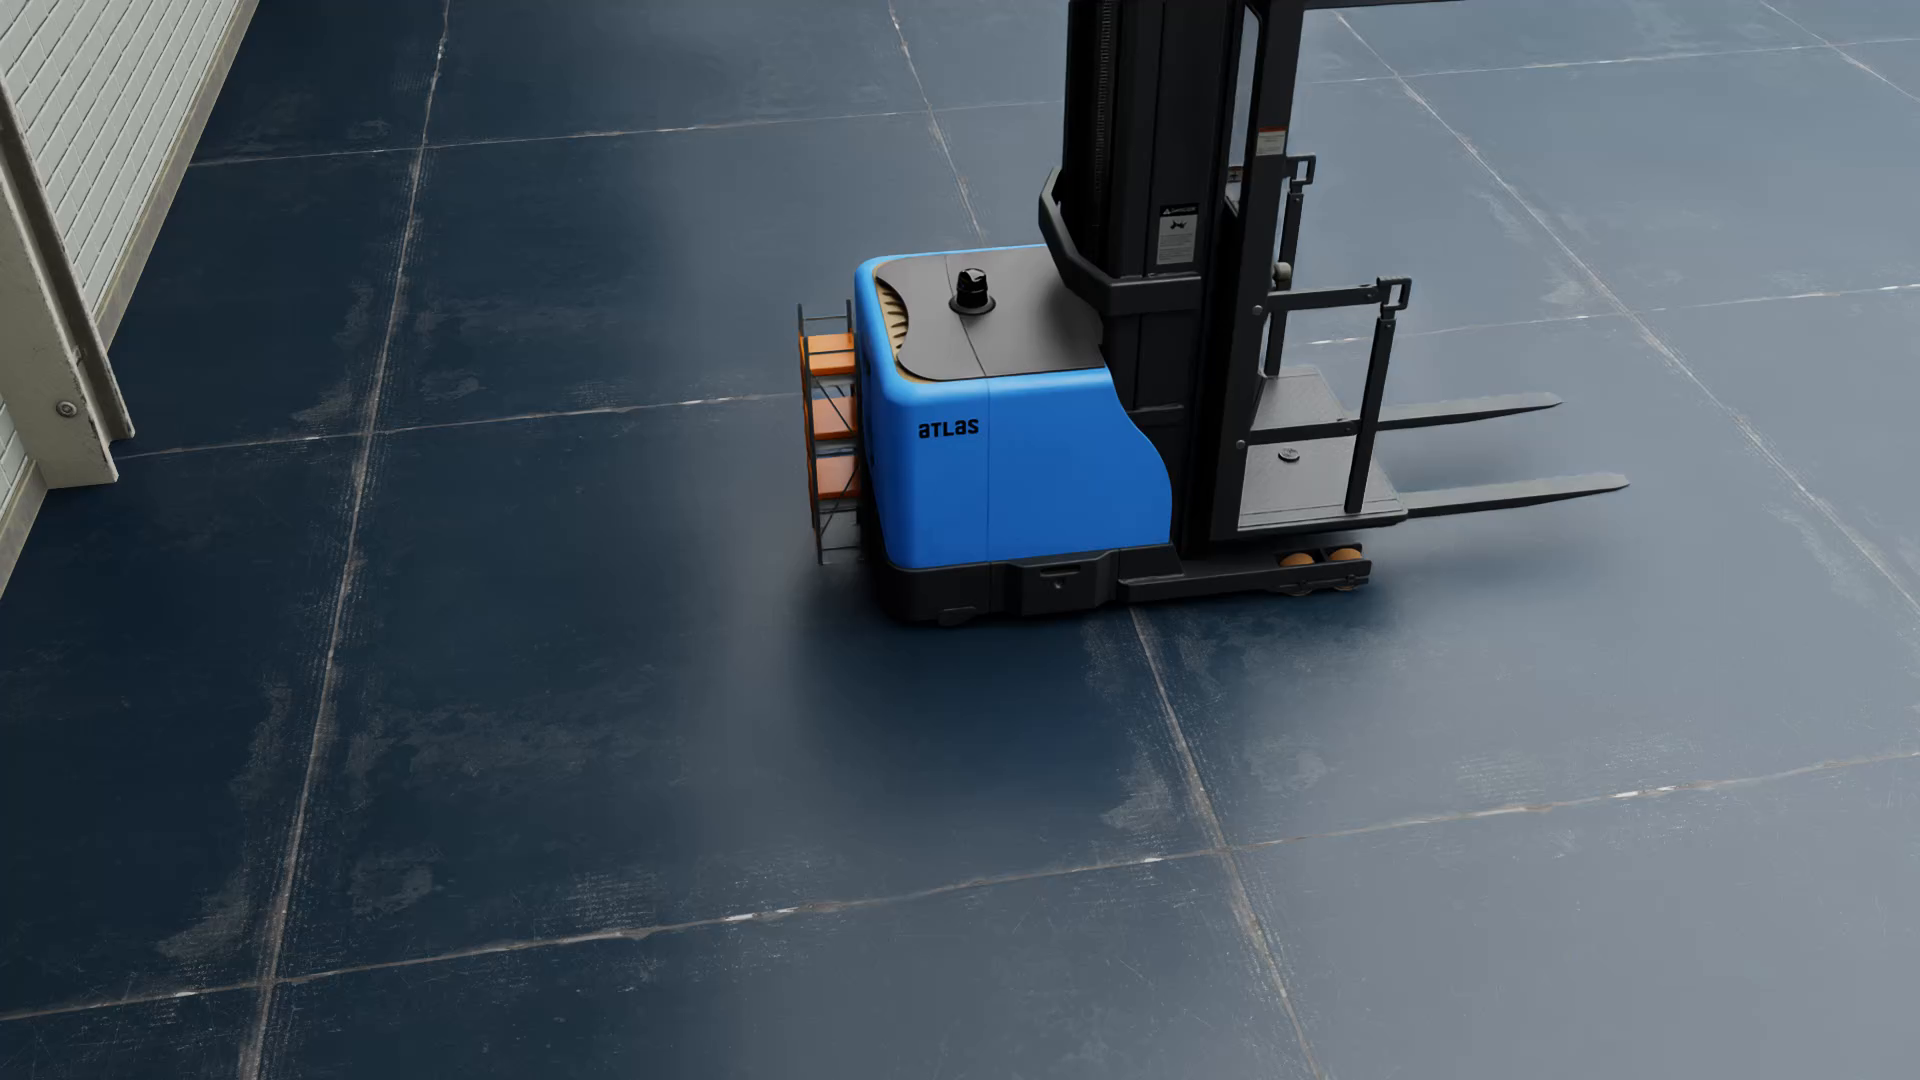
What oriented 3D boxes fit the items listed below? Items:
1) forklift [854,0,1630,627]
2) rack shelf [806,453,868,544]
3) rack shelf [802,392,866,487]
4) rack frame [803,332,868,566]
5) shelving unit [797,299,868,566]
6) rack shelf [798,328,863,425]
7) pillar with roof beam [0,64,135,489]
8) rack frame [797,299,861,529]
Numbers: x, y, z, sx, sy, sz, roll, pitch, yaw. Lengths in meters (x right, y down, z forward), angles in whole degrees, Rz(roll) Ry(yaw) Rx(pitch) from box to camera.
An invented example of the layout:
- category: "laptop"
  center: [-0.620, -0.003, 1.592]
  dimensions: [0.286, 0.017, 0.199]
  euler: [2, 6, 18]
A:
- category: "forklift"
  center: [1.145, -1.255, 5.976]
  dimensions: [3.031, 2.935, 1.130]
  euler: [-6, 38, -7]
- category: "rack shelf"
  center: [-0.485, -0.170, 6.584]
  dimensions: [0.215, 0.259, 0.240]
  euler: [-6, 38, -7]
- category: "rack shelf"
  center: [-0.485, -0.390, 6.413]
  dimensions: [0.215, 0.259, 0.240]
  euler: [-6, 38, -7]
- category: "rack frame"
  center: [-0.465, -0.324, 6.312]
  dimensions: [0.200, 1.050, 0.008]
  euler: [-6, 38, -7]
- category: "shelving unit"
  center: [-0.485, -0.398, 6.407]
  dimensions: [0.215, 1.050, 0.252]
  euler: [-6, 38, -7]
- category: "rack shelf"
  center: [-0.486, -0.614, 6.239]
  dimensions: [0.215, 0.259, 0.240]
  euler: [-6, 38, -7]
- category: "pillar with roof beam"
  center: [0.465, -4.365, 5.034]
  dimensions: [9.100, 9.000, 0.400]
  euler: [-6, 38, -8]
- category: "rack frame"
  center: [-0.505, -0.472, 6.502]
  dimensions: [0.200, 1.050, 0.008]
  euler: [-6, 38, -7]
